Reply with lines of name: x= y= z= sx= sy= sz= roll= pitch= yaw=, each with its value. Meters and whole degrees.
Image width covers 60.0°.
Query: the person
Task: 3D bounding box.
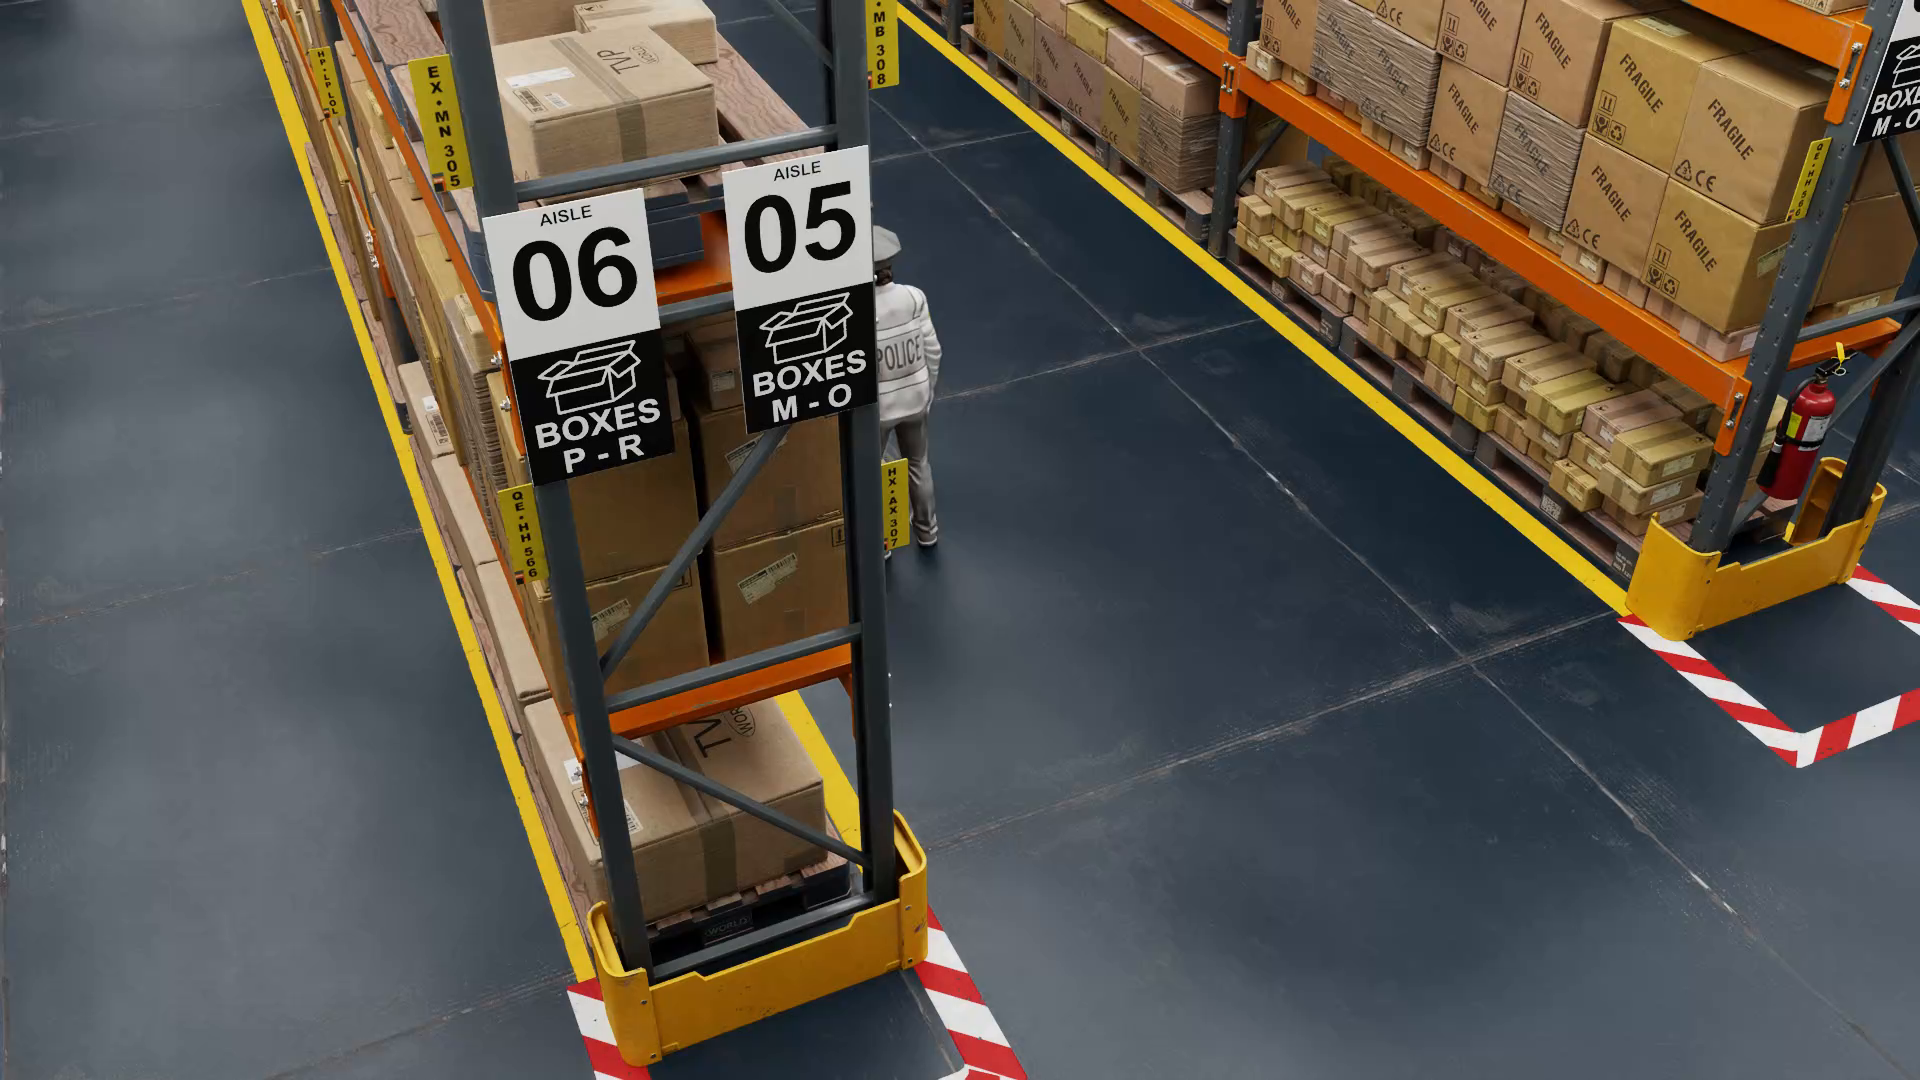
person: x=-0.339 y=-0.635 z=7.678 sx=0.546 sy=1.664 sz=0.375 roll=-18 pitch=41 yaw=-22
